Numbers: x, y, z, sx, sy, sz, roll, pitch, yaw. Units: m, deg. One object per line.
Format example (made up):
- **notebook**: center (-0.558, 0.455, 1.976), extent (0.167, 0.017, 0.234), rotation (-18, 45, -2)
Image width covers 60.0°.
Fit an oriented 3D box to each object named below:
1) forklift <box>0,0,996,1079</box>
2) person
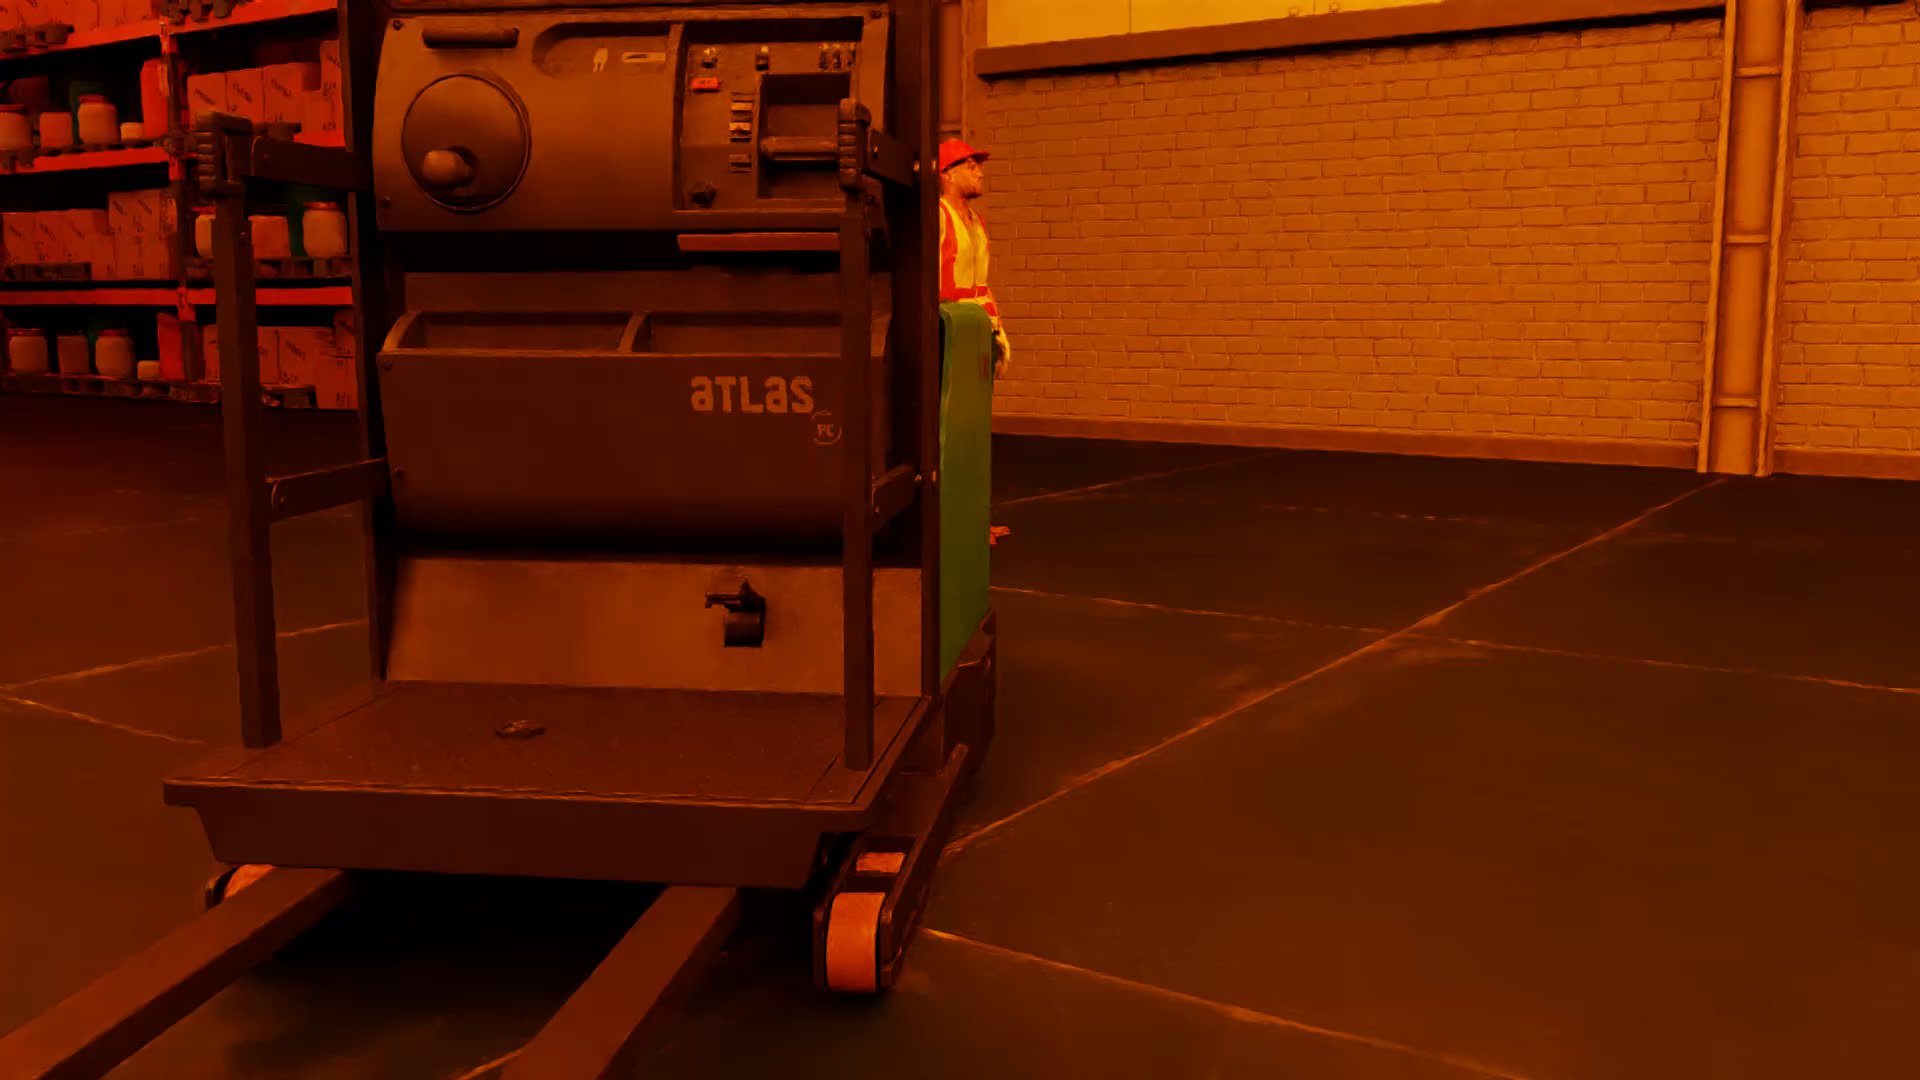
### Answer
- **forklift**: center (-0.613, -0.790, 2.749), extent (1.130, 2.935, 3.031), rotation (1, 8, 7)
- **person**: center (0.060, -0.885, 7.423), extent (0.563, 1.787, 0.637), rotation (5, 10, 34)
